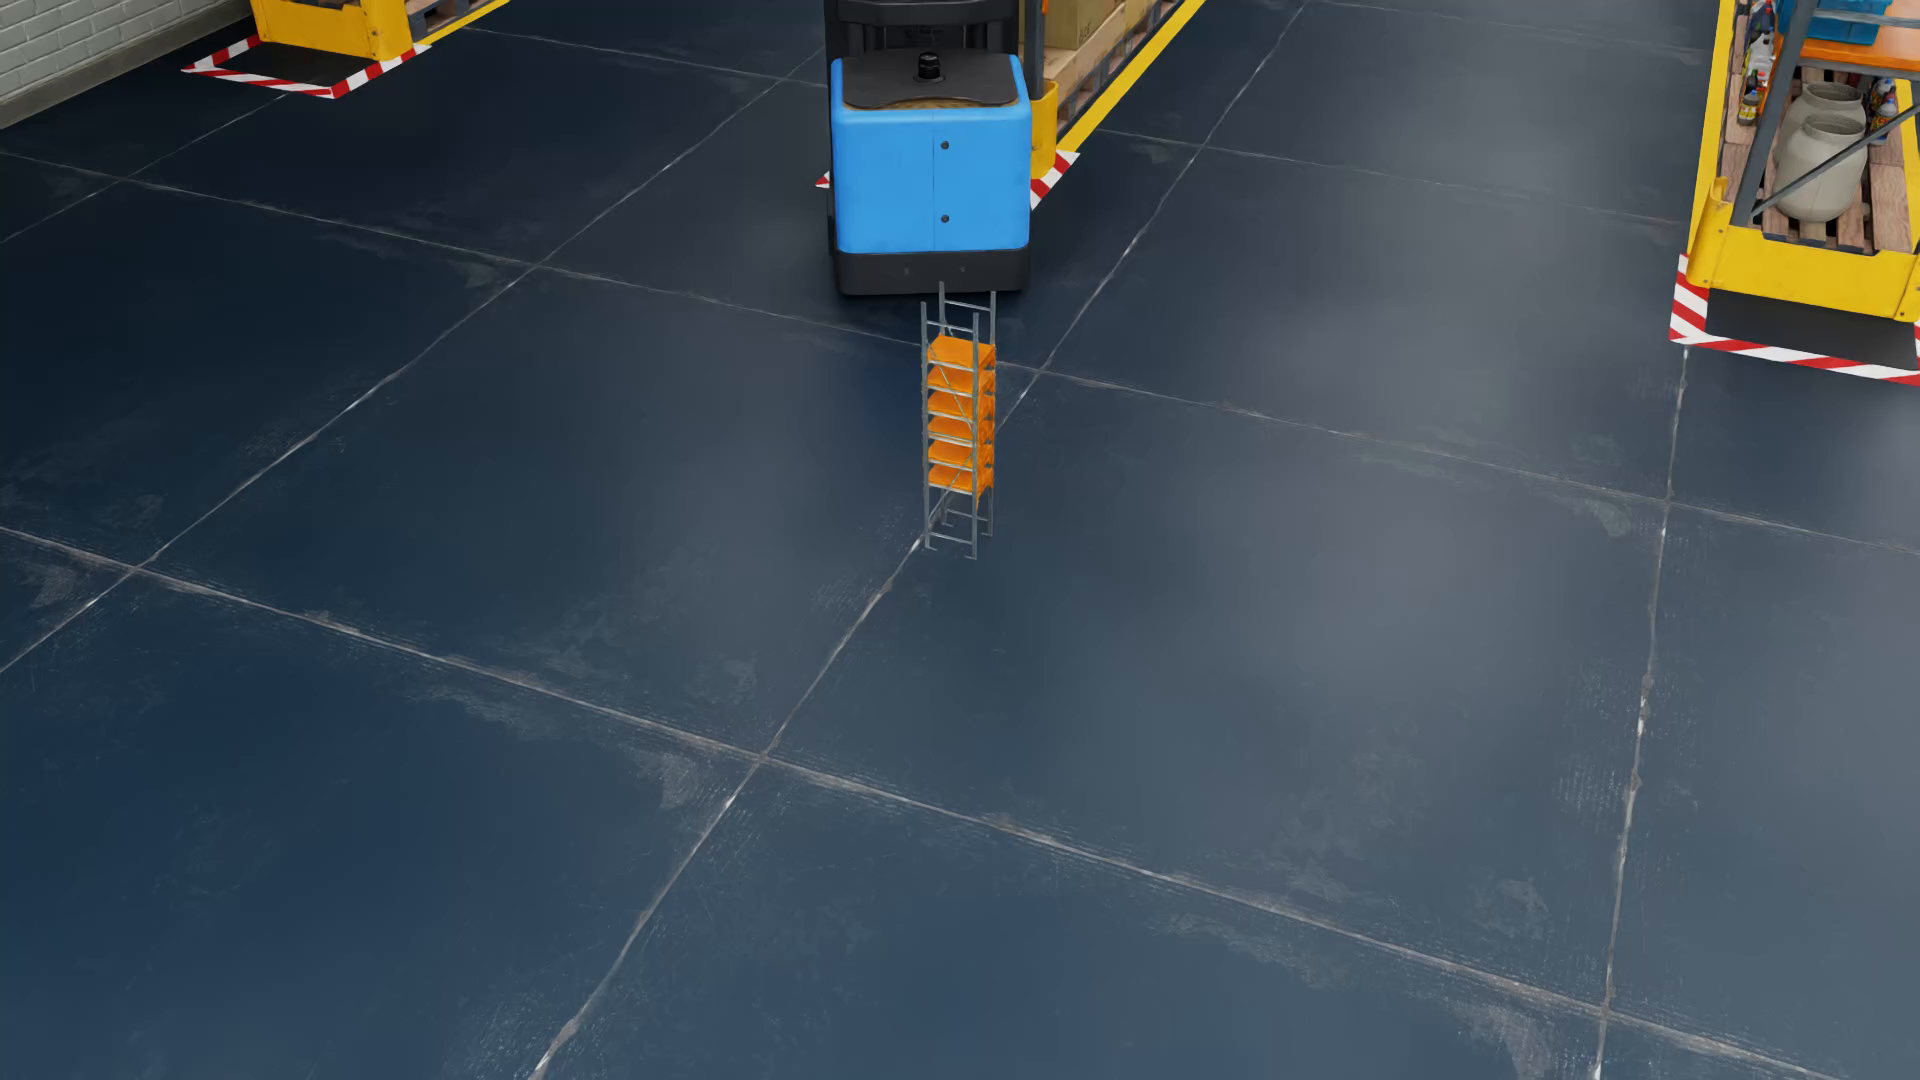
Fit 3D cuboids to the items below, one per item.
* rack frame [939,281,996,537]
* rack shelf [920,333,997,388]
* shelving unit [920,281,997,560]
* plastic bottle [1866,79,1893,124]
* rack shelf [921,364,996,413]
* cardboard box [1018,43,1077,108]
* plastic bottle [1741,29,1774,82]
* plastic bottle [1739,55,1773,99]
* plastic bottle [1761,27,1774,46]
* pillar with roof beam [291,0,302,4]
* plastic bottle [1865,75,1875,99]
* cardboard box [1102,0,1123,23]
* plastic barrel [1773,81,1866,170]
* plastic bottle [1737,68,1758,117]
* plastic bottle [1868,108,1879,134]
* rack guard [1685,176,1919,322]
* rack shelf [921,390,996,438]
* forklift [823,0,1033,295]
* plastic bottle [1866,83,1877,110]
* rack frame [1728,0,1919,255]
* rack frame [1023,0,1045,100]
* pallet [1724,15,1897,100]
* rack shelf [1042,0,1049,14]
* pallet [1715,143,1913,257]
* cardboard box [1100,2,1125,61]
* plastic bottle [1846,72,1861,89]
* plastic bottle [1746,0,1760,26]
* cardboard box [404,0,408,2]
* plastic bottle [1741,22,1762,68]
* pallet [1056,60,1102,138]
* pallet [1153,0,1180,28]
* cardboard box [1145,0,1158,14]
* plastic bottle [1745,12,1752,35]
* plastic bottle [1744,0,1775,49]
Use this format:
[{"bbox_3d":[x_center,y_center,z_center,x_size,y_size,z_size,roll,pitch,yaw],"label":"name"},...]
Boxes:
[{"bbox_3d":[0.029,-0.523,6.948,0.240,1.200,0.006,14,39,18],"label":"rack frame"},{"bbox_3d":[-0.005,-0.725,6.691,0.258,0.103,0.180,14,39,18],"label":"rack shelf"},{"bbox_3d":[-0.005,-0.473,6.880,0.258,1.200,0.189,14,39,18],"label":"shelving unit"},{"bbox_3d":[5.709,-2.720,10.295,0.097,0.271,0.097,0,37,0],"label":"plastic bottle"},{"bbox_3d":[-0.005,-0.629,6.763,0.258,0.103,0.180,14,39,18],"label":"rack shelf"},{"bbox_3d":[0.431,-2.958,10.648,0.500,0.250,0.500,14,39,18],"label":"cardboard box"},{"bbox_3d":[5.198,-3.152,10.807,0.144,0.351,0.185,14,39,17],"label":"plastic bottle"},{"bbox_3d":[5.068,-2.926,10.567,0.152,0.276,0.135,13,39,16],"label":"plastic bottle"},{"bbox_3d":[5.339,-3.266,11.025,0.097,0.271,0.097,0,37,0],"label":"plastic bottle"},{"bbox_3d":[-1.114,-6.778,8.802,9.100,9.000,0.400,14,39,18],"label":"pillar with roof beam"},{"bbox_3d":[5.863,-2.916,10.616,0.097,0.201,0.097,0,37,0],"label":"plastic bottle"},{"bbox_3d":[0.798,-3.815,11.168,0.500,0.500,0.500,14,39,18],"label":"cardboard box"},{"bbox_3d":[4.971,-2.345,9.610,0.421,0.512,0.421,0,37,0],"label":"plastic barrel"},{"bbox_3d":[4.922,-2.788,10.376,0.061,0.283,0.133,15,39,19],"label":"plastic bottle"},{"bbox_3d":[5.618,-2.560,10.139,0.097,0.201,0.097,0,37,0],"label":"plastic bottle"},{"bbox_3d":[4.586,-1.566,8.927,1.175,0.500,0.348,14,39,18],"label":"rack guard"},{"bbox_3d":[-0.005,-0.533,6.835,0.258,0.103,0.180,14,39,18],"label":"rack shelf"},{"bbox_3d":[-0.230,-3.343,9.275,1.130,2.935,3.031,-2,37,-3],"label":"forklift"},{"bbox_3d":[5.785,-2.803,10.464,0.097,0.201,0.097,0,37,0],"label":"plastic bottle"},{"bbox_3d":[4.601,-2.514,8.108,1.000,3.000,0.127,14,39,18],"label":"rack frame"},{"bbox_3d":[0.021,-3.645,9.621,1.000,3.000,0.127,14,39,18],"label":"rack frame"},{"bbox_3d":[5.829,-3.250,11.421,1.003,0.211,1.213,14,39,18],"label":"pallet"},{"bbox_3d":[0.782,-4.464,11.318,1.077,0.370,4.000,14,39,18],"label":"rack shelf"},{"bbox_3d":[4.900,-1.899,9.614,1.003,0.211,1.213,14,39,18],"label":"pallet"},{"bbox_3d":[0.809,-3.512,11.389,0.500,0.250,0.500,14,39,18],"label":"cardboard box"},{"bbox_3d":[5.784,-3.045,10.719,0.061,0.283,0.133,14,39,18],"label":"plastic bottle"},{"bbox_3d":[5.596,-3.736,11.654,0.097,0.271,0.097,0,37,0],"label":"plastic bottle"},{"bbox_3d":[-4.215,-4.233,12.286,0.500,0.311,0.500,10,38,13],"label":"cardboard box"},{"bbox_3d":[5.259,-3.278,11.032,0.061,0.283,0.133,16,40,20],"label":"plastic bottle"},{"bbox_3d":[0.274,-2.961,11.035,1.003,0.211,1.213,14,39,18],"label":"pallet"},{"bbox_3d":[1.202,-4.312,12.842,1.003,0.211,1.213,14,39,18],"label":"pallet"},{"bbox_3d":[1.193,-4.065,12.129,0.500,0.250,0.500,14,39,18],"label":"cardboard box"},{"bbox_3d":[5.519,-3.595,11.524,0.097,0.201,0.097,0,37,0],"label":"plastic bottle"},{"bbox_3d":[5.432,-3.492,11.261,0.144,0.351,0.185,15,39,19],"label":"plastic bottle"}]
